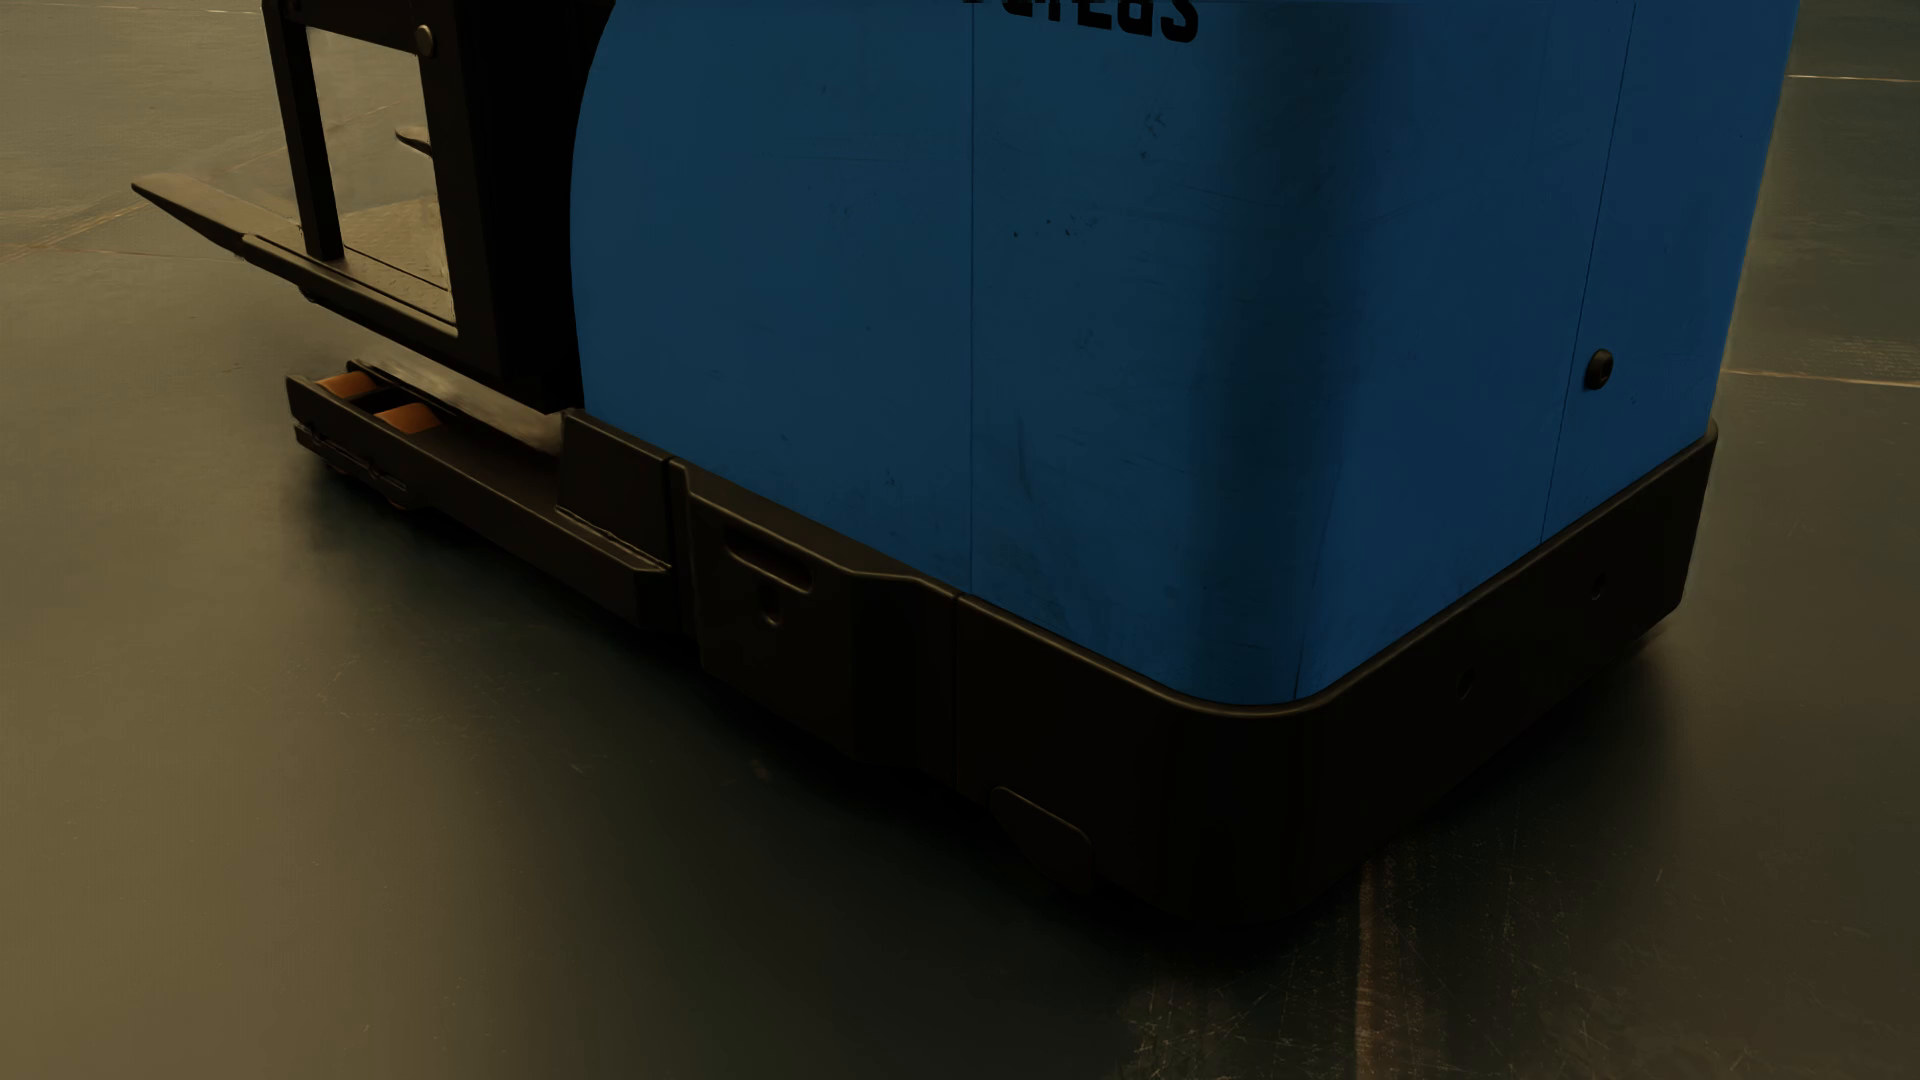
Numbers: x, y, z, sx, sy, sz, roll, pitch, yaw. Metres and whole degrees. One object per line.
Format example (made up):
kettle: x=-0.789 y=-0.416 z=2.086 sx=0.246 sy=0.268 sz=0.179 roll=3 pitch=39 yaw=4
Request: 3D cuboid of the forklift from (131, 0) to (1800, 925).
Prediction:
forklift: x=-0.443 y=-1.500 z=2.219 sx=3.031 sy=2.935 sz=1.130 roll=24 pitch=35 yaw=39
